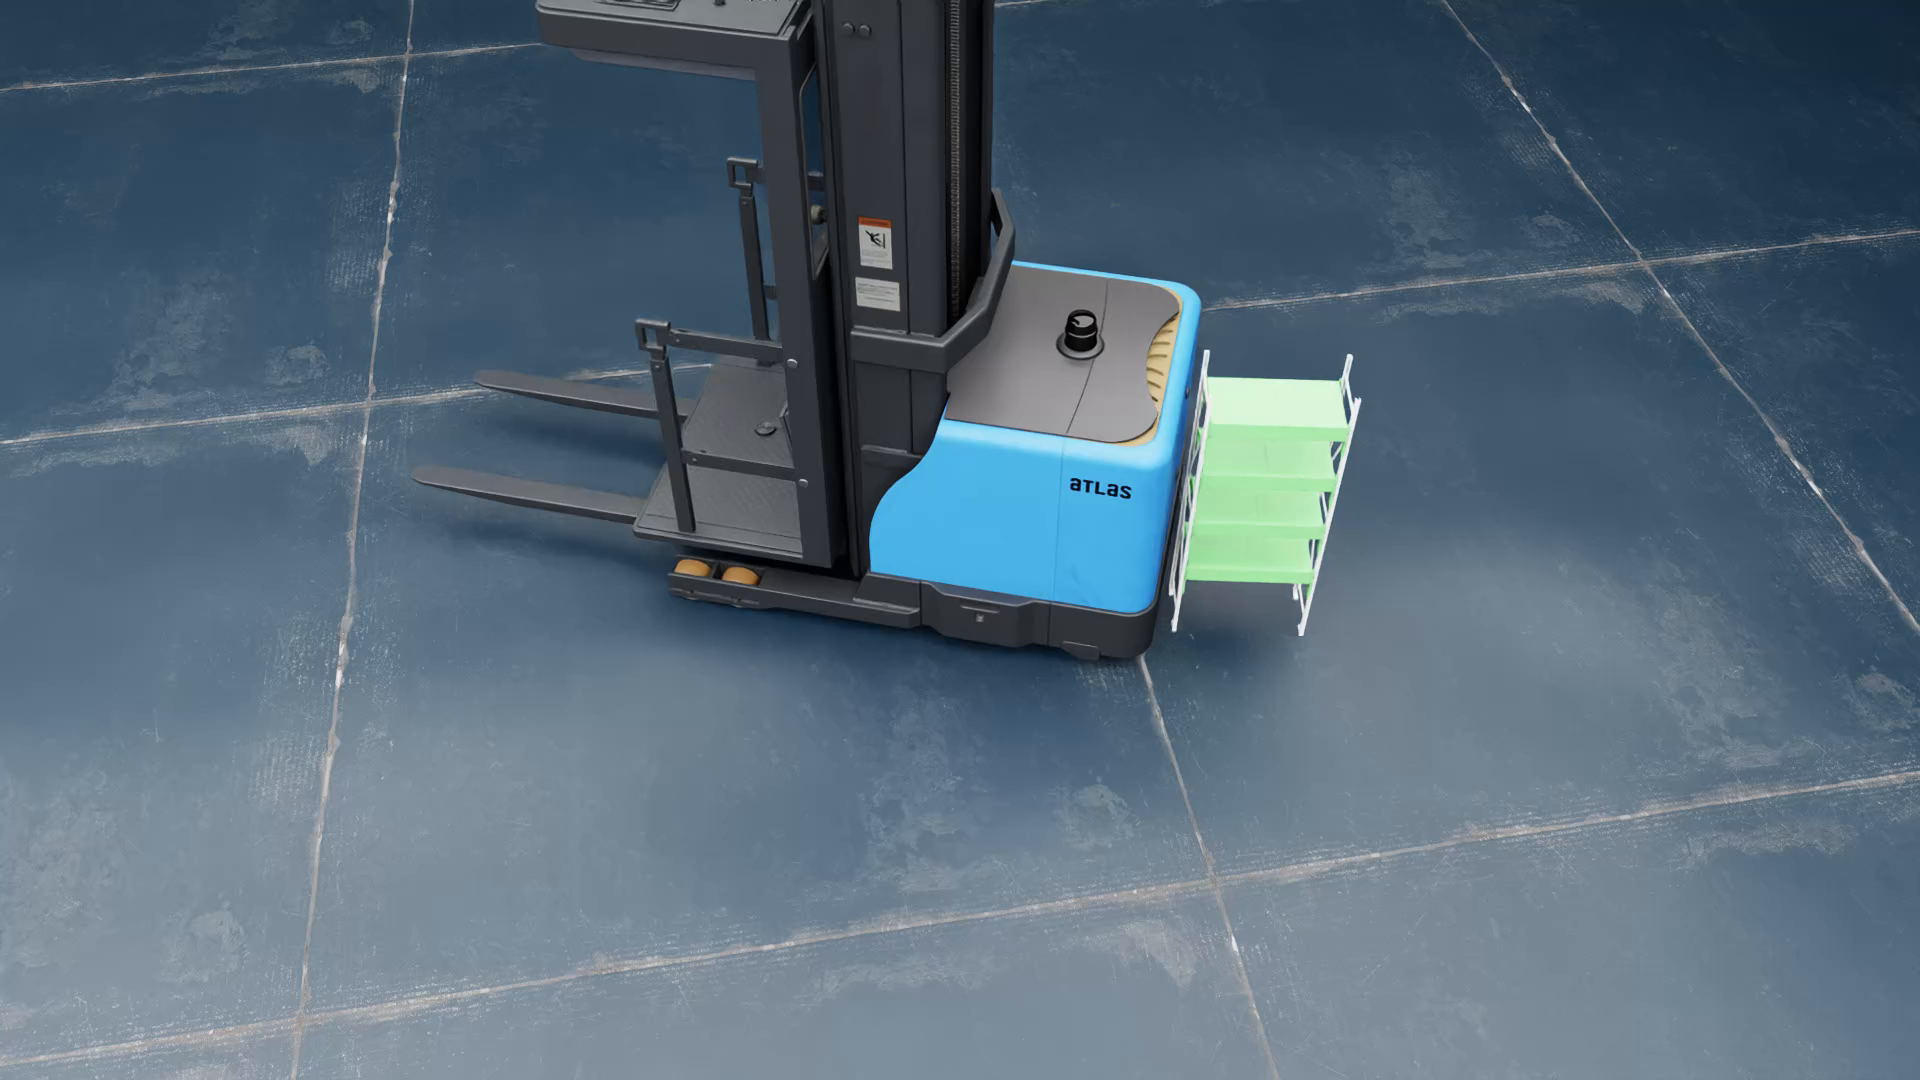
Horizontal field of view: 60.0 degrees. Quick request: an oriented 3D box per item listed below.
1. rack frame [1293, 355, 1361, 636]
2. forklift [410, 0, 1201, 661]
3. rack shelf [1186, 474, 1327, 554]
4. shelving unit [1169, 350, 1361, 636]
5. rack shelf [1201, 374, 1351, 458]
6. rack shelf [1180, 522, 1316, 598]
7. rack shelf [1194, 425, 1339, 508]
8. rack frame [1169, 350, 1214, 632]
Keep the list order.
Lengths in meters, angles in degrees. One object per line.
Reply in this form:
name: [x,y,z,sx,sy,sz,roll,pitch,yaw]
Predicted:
rack frame: [1.323,-0.133,6.044,0.015,1.200,0.240,2,46,1]
forklift: [-0.664,-1.114,5.788,3.031,2.935,1.130,9,47,9]
rack shelf: [1.078,-0.097,6.094,0.480,0.148,0.258,2,46,1]
shelving unit: [1.079,-0.141,6.048,0.503,1.200,0.258,2,46,1]
rack shelf: [1.084,-0.429,5.747,0.480,0.148,0.258,2,46,1]
rack shelf: [1.075,0.069,6.268,0.480,0.148,0.258,2,46,1]
rack shelf: [1.081,-0.263,5.921,0.480,0.148,0.258,2,46,1]
rack frame: [0.835,-0.149,6.052,0.015,1.200,0.240,2,46,1]
